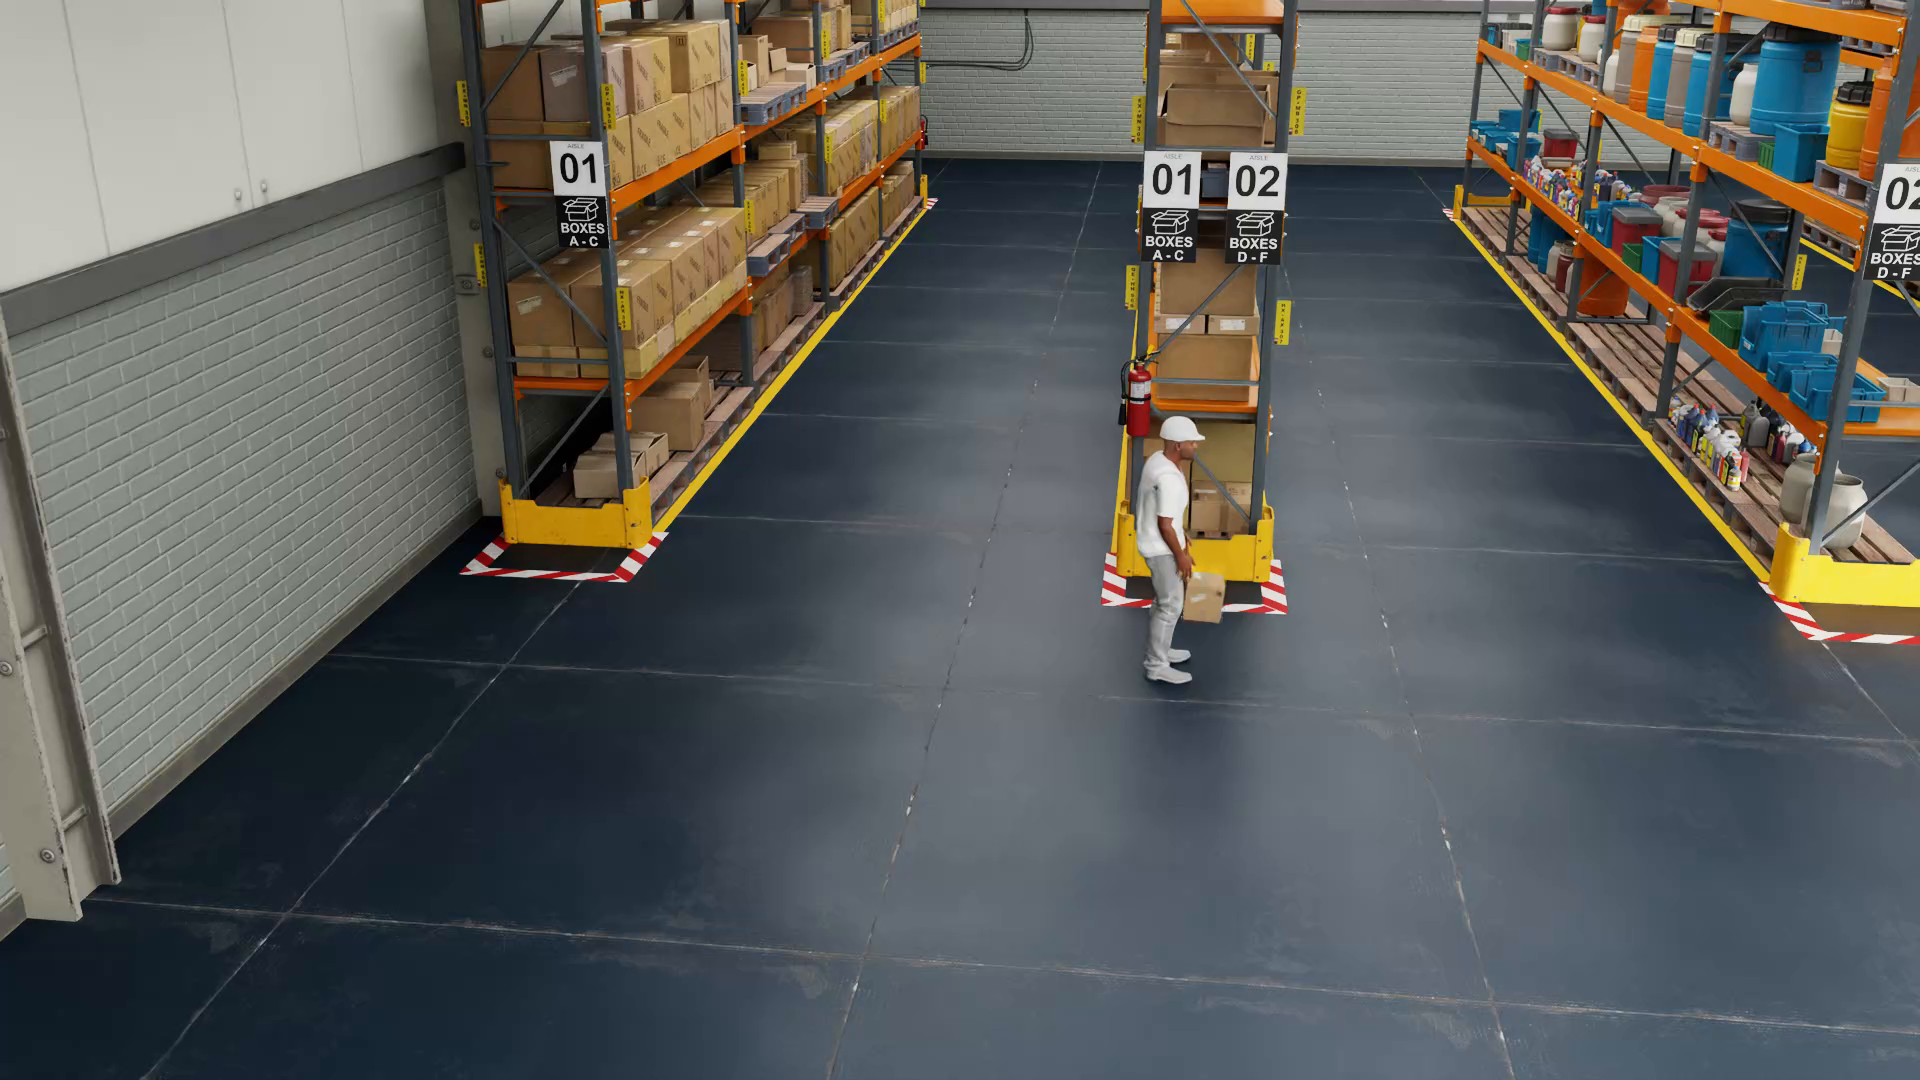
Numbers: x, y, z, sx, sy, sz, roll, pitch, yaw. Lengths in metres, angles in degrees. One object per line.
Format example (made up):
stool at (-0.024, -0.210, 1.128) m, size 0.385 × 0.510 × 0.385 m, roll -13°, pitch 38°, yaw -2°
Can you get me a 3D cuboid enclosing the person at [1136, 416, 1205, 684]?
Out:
person at (1.361, 0.040, 10.946) m, size 0.425 × 1.765 × 0.589 m, roll 2°, pitch 21°, yaw 5°
